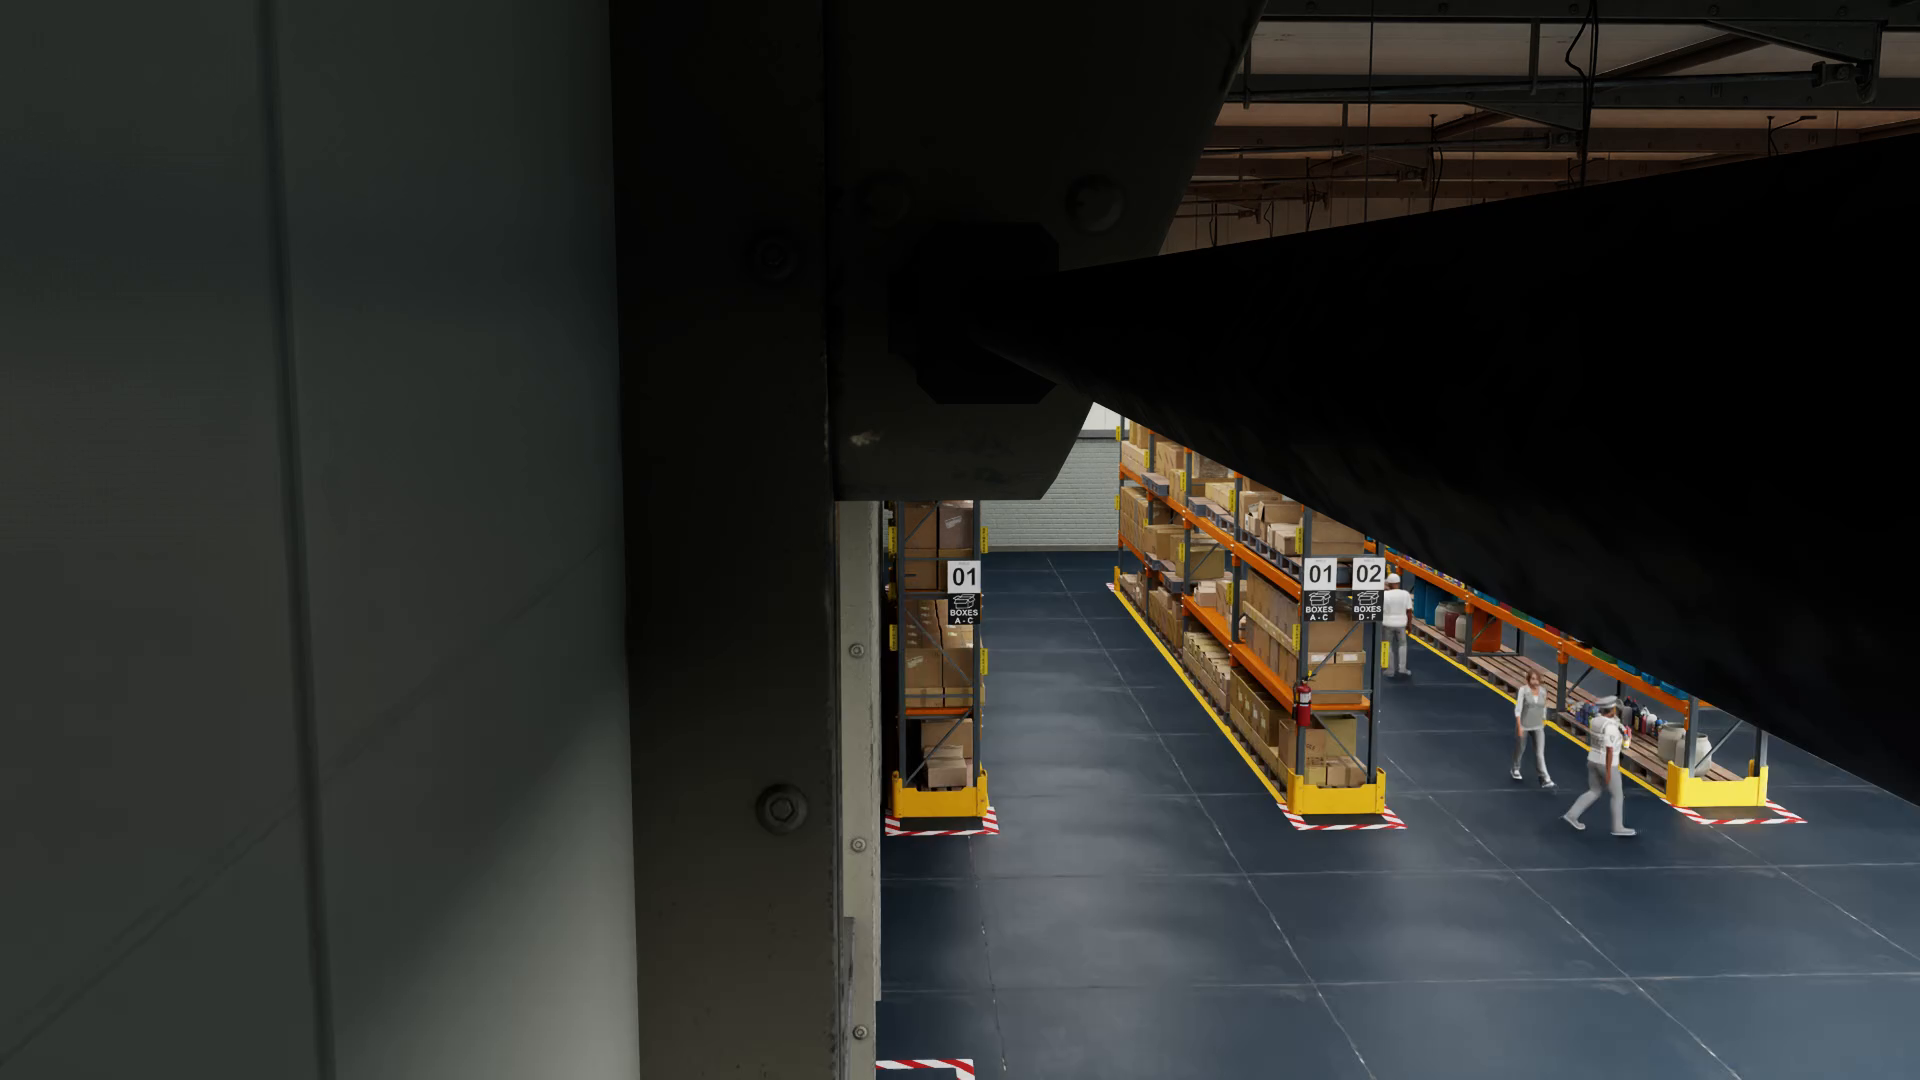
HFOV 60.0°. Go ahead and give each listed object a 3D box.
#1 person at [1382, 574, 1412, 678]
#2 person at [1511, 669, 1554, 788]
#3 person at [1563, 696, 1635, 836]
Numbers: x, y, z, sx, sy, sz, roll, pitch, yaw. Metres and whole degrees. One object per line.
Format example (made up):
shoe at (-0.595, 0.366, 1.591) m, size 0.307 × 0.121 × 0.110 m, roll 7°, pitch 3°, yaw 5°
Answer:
person at (7.313, 1.445, 28.003) m, size 0.597 × 1.765 × 0.530 m, roll 0°, pitch 8°, yaw -3°
person at (7.455, 2.450, 21.654) m, size 0.448 × 1.538 × 1.011 m, roll 1°, pitch 8°, yaw 4°
person at (7.624, 2.680, 19.757) m, size 0.761 × 1.646 × 0.458 m, roll -2°, pitch 9°, yaw -15°
